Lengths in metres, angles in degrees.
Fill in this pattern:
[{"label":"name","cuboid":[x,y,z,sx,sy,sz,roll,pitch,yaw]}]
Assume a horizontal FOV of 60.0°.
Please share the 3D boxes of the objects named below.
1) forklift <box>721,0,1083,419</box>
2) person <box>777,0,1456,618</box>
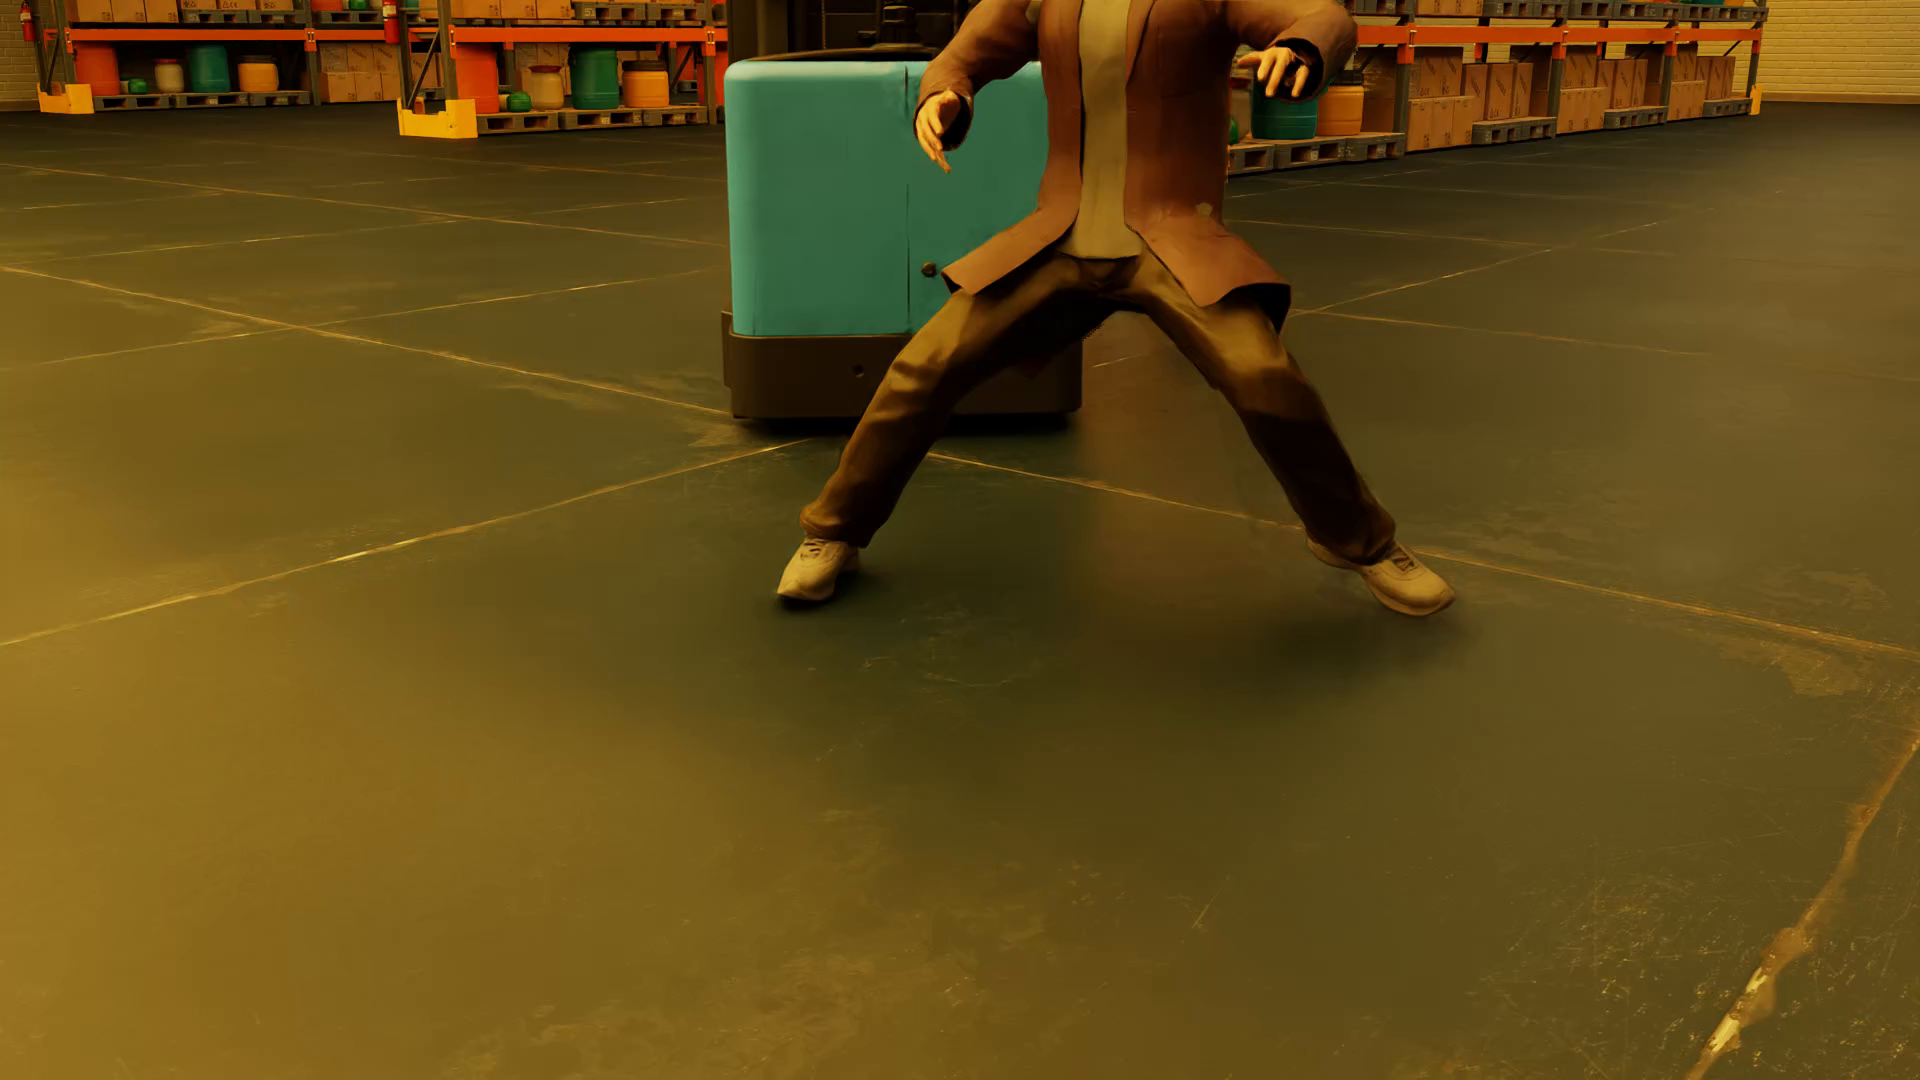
[{"label":"forklift","cuboid":[-0.288,-2.137,5.935,1.130,2.935,3.031,-2,17,-5]},{"label":"person","cuboid":[0.300,-0.604,3.267,1.342,1.546,0.768,10,20,30]}]
